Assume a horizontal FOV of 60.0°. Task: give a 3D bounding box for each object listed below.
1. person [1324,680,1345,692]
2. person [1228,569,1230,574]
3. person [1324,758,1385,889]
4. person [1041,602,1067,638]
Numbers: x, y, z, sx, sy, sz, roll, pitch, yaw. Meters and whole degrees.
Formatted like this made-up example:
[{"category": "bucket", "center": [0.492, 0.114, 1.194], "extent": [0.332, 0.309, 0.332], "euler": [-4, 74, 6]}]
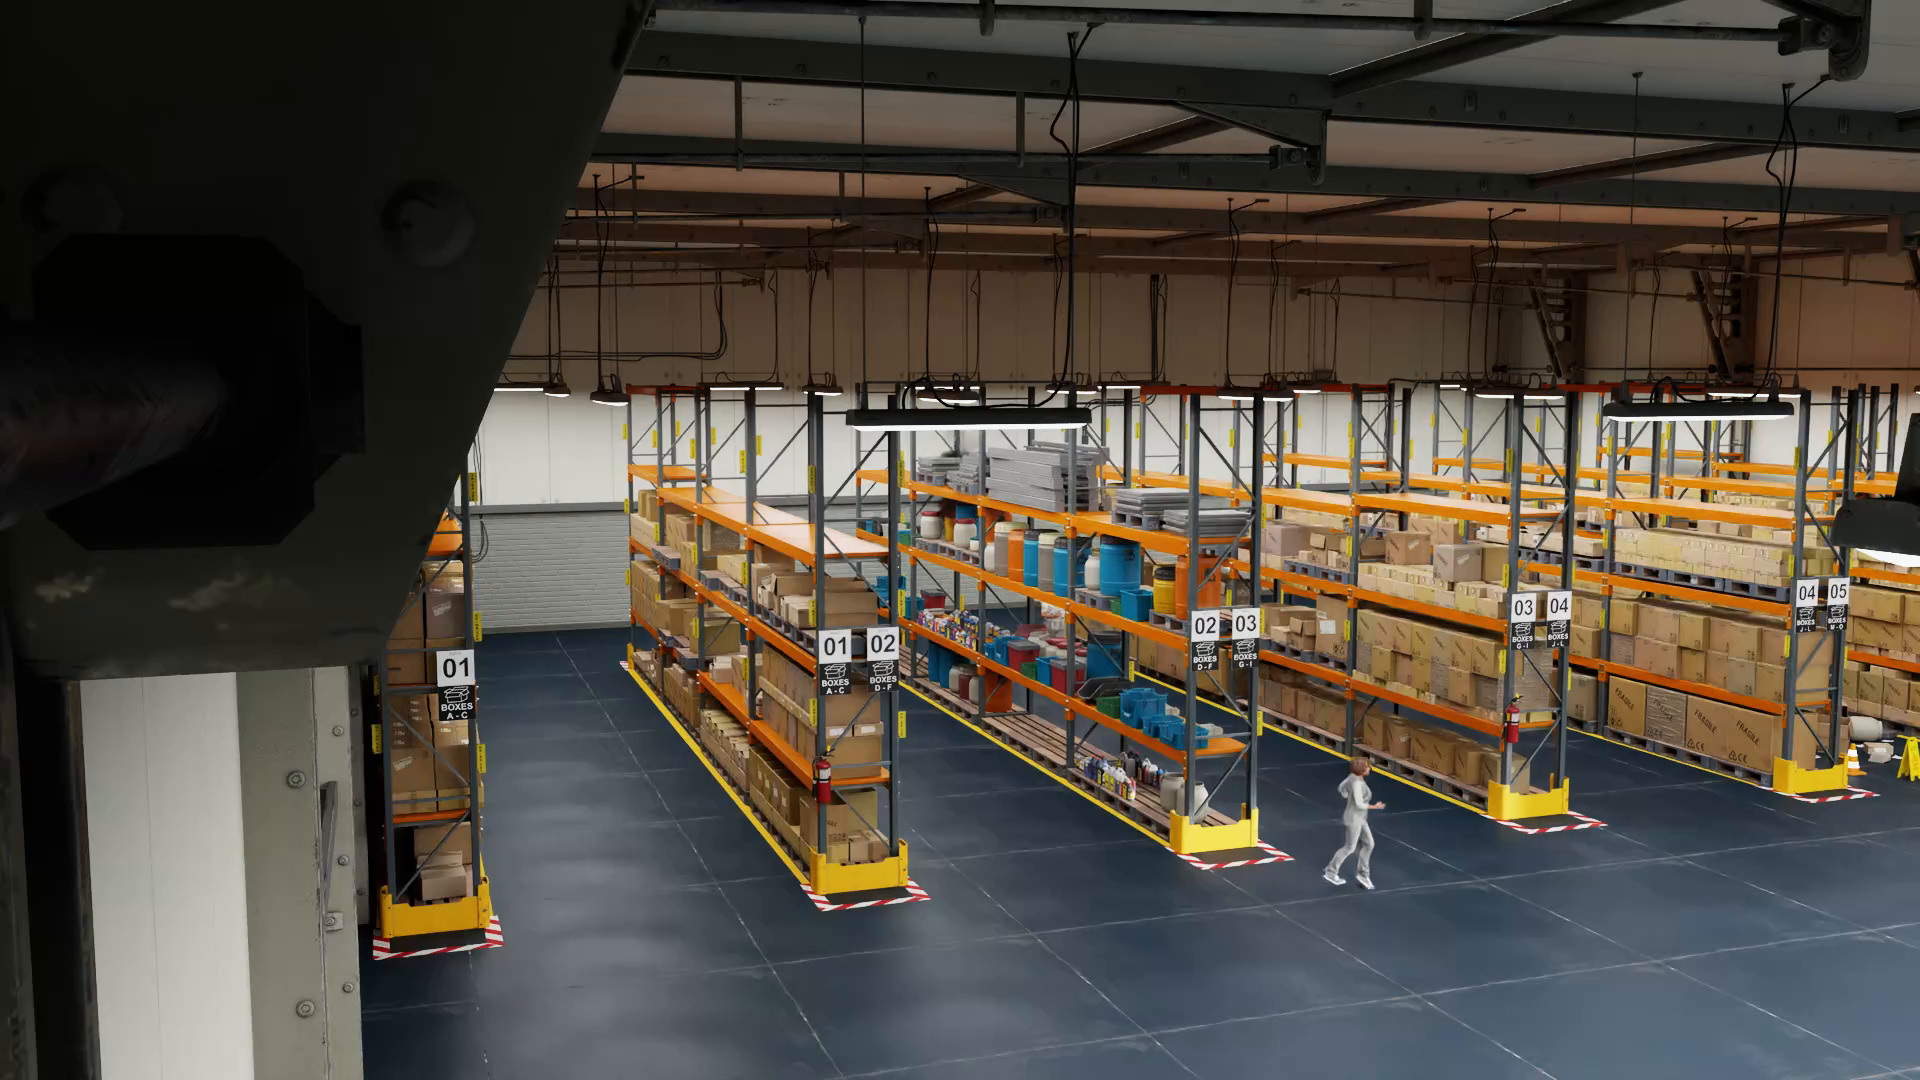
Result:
[{"category": "person", "center": [7.264, 2.172, 31.824], "extent": [0.674, 1.824, 0.717], "euler": [-3, 7, -25]}, {"category": "person", "center": [6.264, 1.495, 38.502], "extent": [0.701, 1.737, 0.547], "euler": [-2, 6, -17]}, {"category": "person", "center": [4.805, 3.461, 20.235], "extent": [0.708, 1.662, 0.555], "euler": [1, 6, 13]}, {"category": "person", "center": [1.889, 1.756, 32.863], "extent": [0.659, 1.834, 0.897], "euler": [-3, 7, -29]}]
